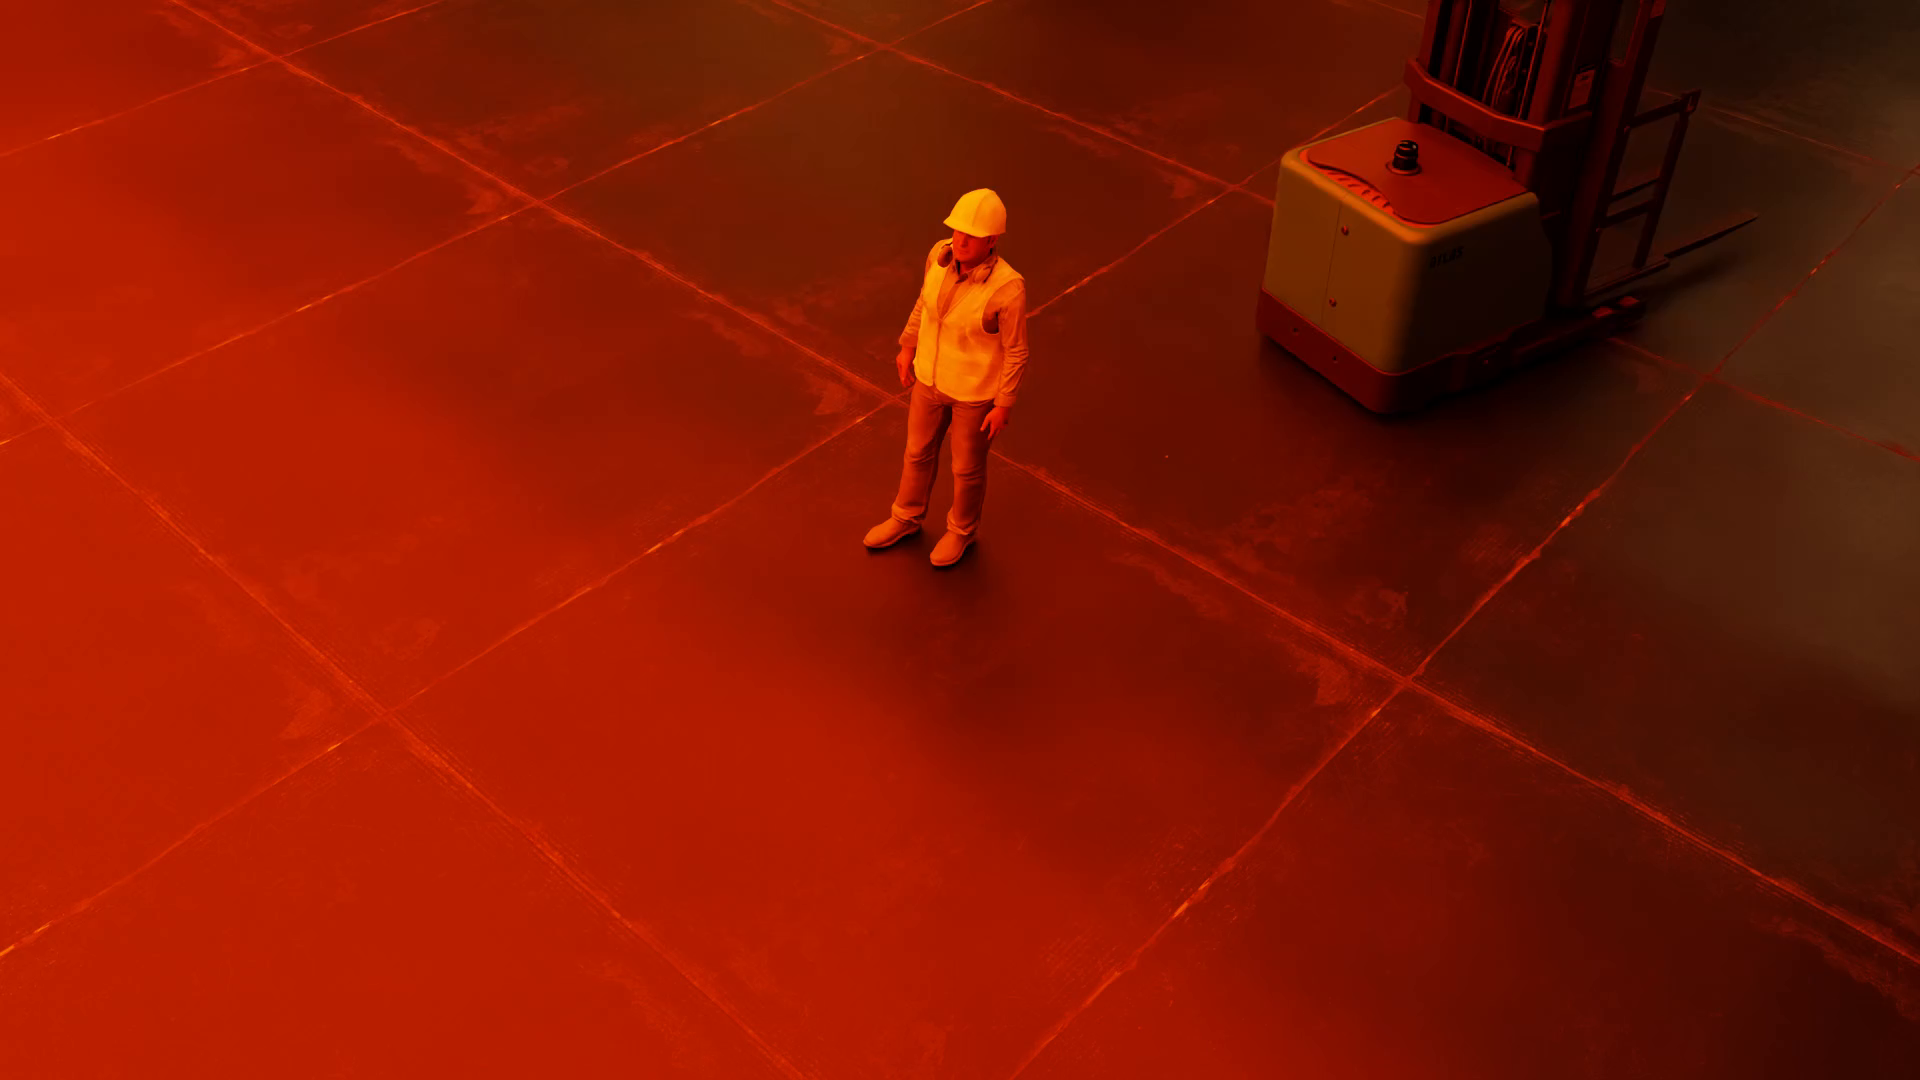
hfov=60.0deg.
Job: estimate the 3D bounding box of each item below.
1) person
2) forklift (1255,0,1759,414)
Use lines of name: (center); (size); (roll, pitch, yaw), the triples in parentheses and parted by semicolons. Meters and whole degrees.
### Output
person: (-0.048, -0.652, 7.065); (0.634, 1.775, 0.566); (31, 49, 31)
forklift: (3.108, -2.469, 8.306); (3.031, 2.935, 1.130); (-22, 45, -24)
